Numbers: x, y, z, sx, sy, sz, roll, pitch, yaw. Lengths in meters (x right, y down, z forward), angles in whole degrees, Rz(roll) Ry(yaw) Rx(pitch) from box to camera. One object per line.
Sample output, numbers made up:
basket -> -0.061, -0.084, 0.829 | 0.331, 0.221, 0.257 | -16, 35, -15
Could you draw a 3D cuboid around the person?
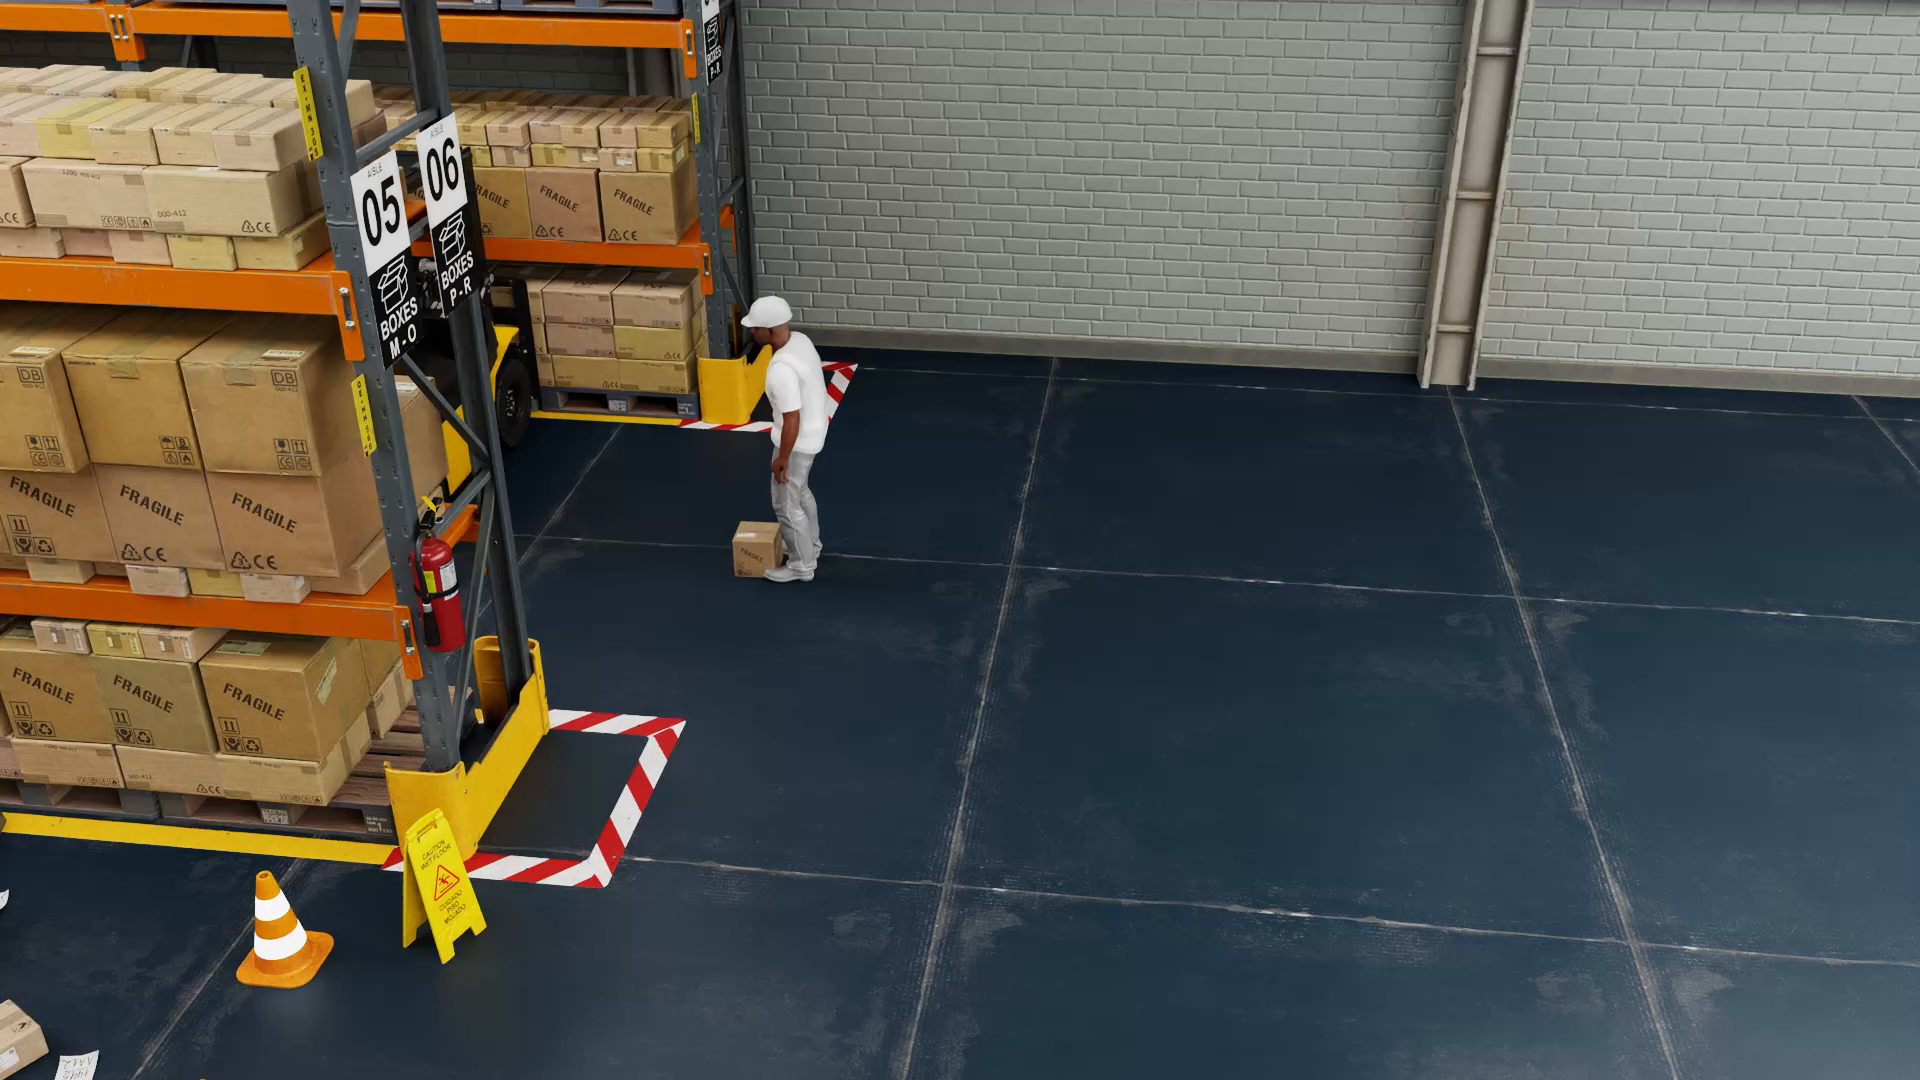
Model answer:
person -> -0.999, -0.596, 9.717 | 0.462, 1.759, 0.627 | 2, 28, 4
